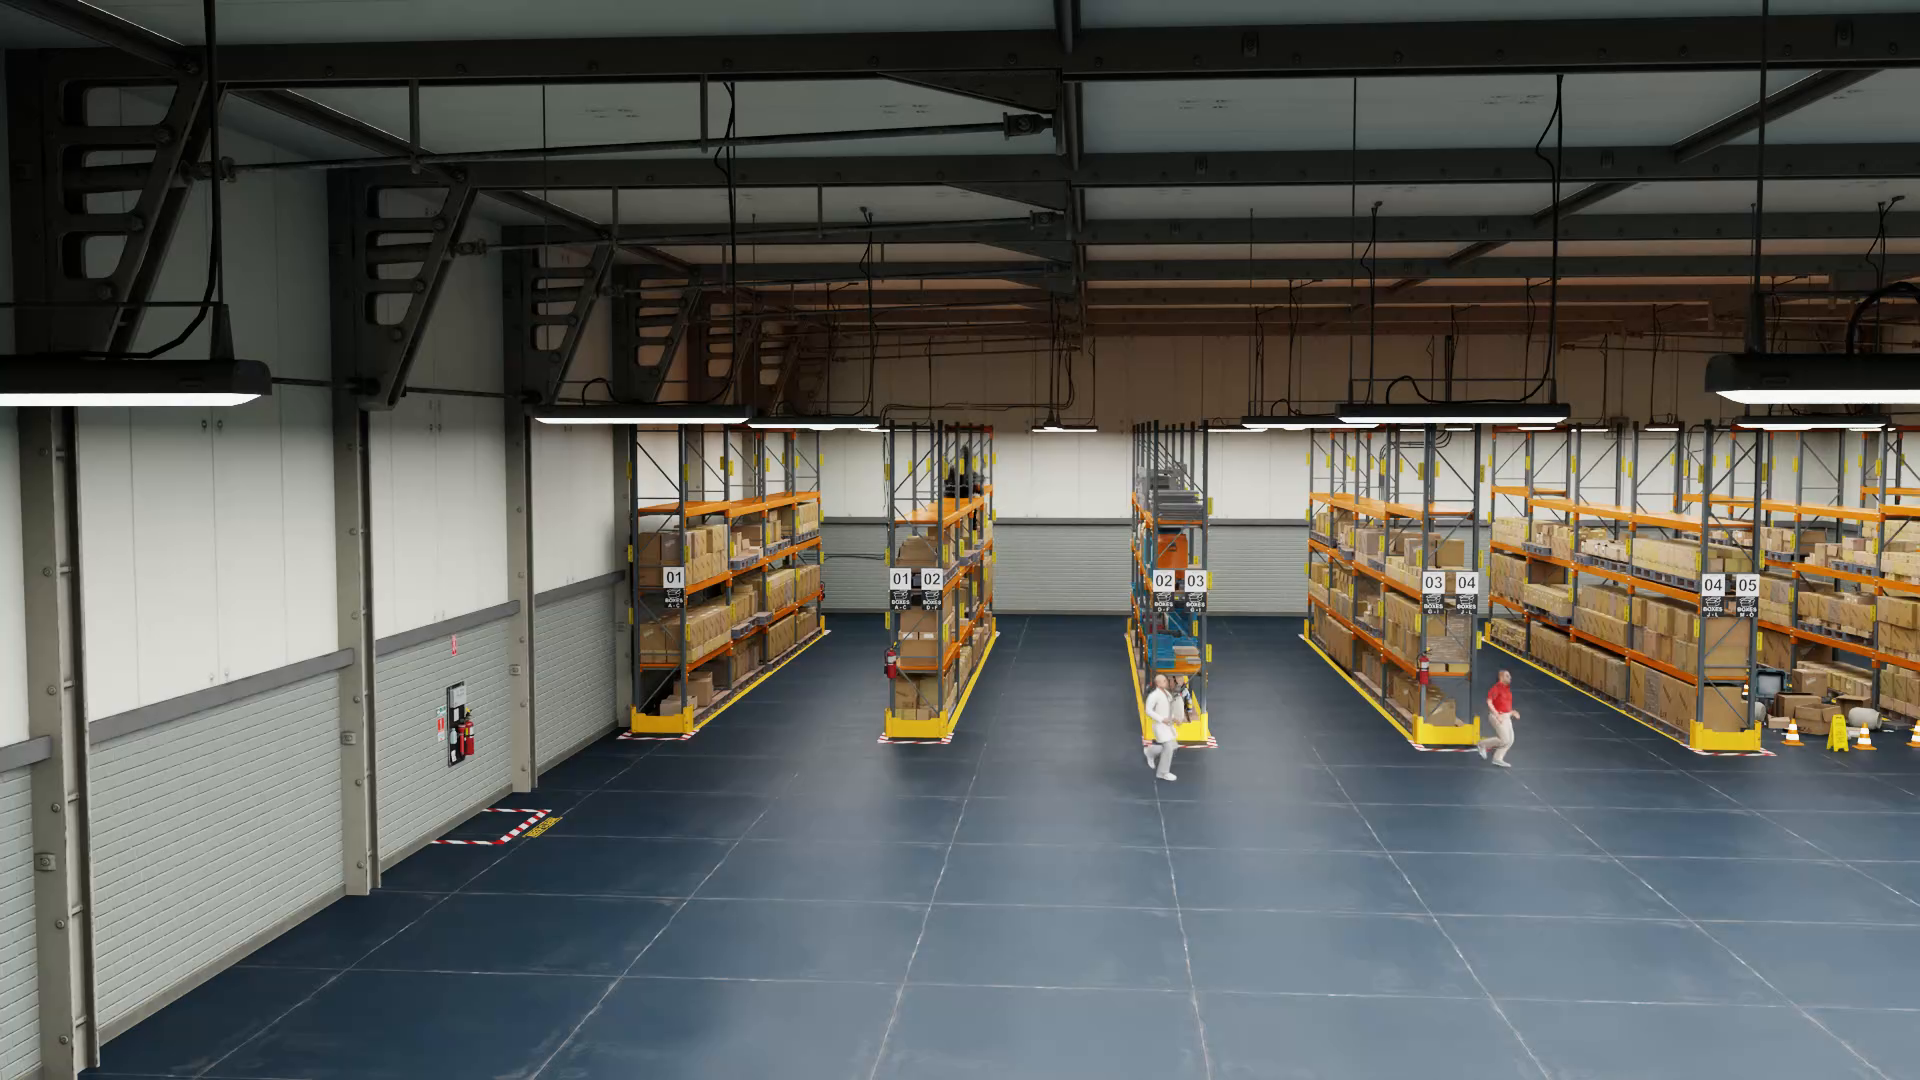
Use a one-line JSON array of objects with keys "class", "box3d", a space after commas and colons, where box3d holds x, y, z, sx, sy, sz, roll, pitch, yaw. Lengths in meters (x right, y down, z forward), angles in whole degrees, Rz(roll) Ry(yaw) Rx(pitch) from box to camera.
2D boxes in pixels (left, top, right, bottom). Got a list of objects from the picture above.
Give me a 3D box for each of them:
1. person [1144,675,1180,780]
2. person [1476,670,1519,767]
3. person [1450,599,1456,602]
[{"class": "person", "box3d": [3.318, 3.110, 27.719, 0.652, 1.739, 0.712, 2, 4, 33]}, {"class": "person", "box3d": [9.315, 3.078, 28.774, 0.636, 1.676, 0.650, 3, 5, 41]}, {"class": "person", "box3d": [13.345, 1.984, 45.343, 0.718, 1.734, 0.834, 1, 4, 18]}]
